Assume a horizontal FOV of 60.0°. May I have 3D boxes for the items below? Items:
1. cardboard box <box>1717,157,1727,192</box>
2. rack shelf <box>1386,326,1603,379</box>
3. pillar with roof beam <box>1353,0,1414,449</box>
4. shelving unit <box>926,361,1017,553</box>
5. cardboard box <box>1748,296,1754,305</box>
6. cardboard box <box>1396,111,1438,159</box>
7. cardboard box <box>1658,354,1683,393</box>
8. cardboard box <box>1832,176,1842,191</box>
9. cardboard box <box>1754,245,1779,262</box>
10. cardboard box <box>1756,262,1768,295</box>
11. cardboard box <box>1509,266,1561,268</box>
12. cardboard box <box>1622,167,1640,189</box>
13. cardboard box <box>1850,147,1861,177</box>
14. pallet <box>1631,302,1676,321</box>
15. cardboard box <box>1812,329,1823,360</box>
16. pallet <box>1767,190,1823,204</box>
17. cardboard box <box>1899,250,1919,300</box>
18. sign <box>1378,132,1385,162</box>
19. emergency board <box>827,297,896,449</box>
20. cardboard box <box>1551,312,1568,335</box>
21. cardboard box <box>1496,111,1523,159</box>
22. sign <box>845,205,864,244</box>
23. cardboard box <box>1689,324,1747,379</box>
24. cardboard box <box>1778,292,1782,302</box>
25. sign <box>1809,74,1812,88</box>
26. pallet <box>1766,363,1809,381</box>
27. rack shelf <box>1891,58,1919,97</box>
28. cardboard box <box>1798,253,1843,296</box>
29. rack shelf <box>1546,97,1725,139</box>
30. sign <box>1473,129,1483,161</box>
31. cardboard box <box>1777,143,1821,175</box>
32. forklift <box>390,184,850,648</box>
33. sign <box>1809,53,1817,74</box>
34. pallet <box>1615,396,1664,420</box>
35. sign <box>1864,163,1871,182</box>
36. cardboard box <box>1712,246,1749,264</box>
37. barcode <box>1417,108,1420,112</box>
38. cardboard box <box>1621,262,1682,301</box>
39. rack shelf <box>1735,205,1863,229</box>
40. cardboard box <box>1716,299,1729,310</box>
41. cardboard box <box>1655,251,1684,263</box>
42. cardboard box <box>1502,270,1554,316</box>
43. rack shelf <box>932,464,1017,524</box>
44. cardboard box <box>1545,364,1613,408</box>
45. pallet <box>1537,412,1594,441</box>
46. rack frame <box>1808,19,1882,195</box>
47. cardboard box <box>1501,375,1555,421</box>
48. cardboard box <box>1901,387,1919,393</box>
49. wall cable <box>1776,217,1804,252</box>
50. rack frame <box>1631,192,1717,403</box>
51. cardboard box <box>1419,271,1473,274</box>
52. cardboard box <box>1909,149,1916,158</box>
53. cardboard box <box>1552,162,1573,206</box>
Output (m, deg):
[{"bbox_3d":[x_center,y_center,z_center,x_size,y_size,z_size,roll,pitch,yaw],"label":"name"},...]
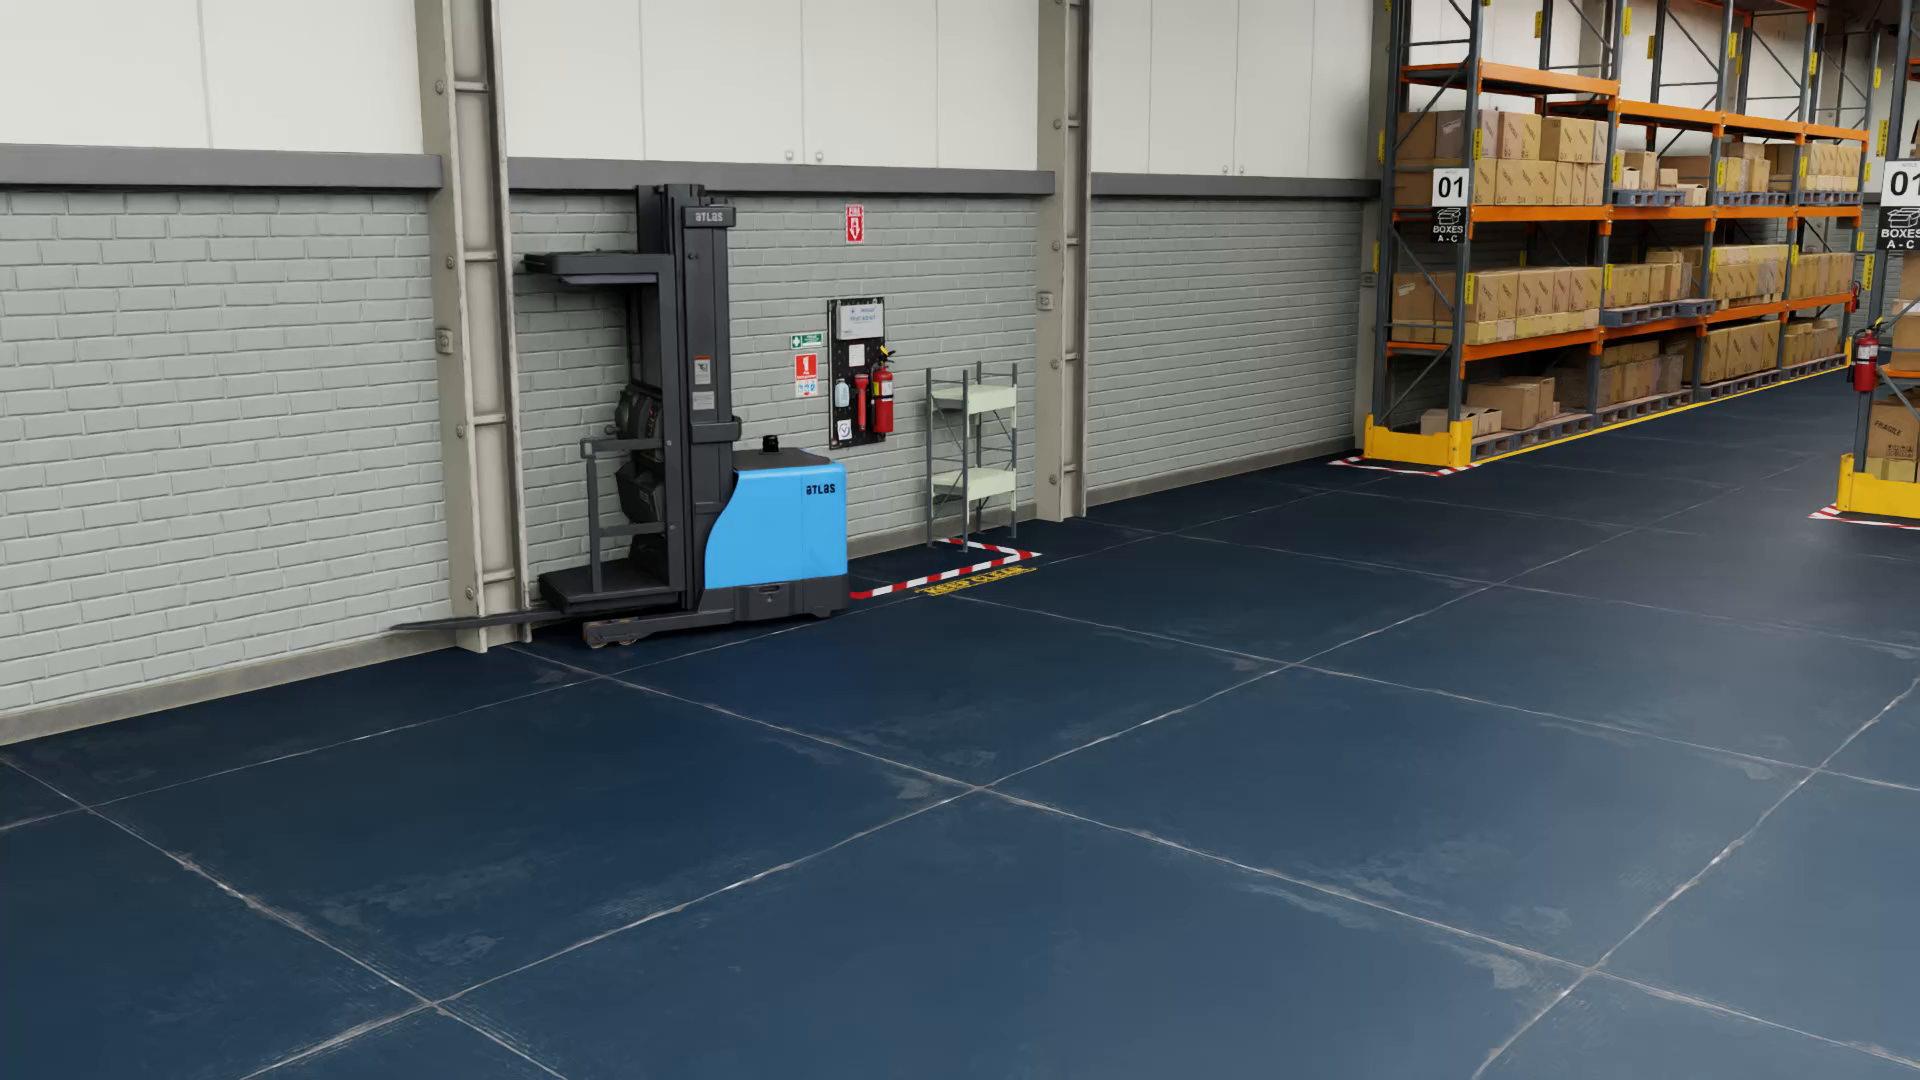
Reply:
[{"bbox_3d":[10.933,-5.426,24.681,0.700,0.500,0.500,9,14,37],"label":"cardboard box"},{"bbox_3d":[6.385,-2.291,19.860,1.077,0.370,4.000,10,15,40],"label":"rack shelf"},{"bbox_3d":[8.111,-4.950,16.017,9.100,9.000,0.400,10,15,40],"label":"pillar with roof beam"},{"bbox_3d":[0.103,-0.714,13.957,0.431,1.500,0.755,8,14,34],"label":"shelving unit"},{"bbox_3d":[12.104,-3.734,25.838,0.380,0.149,0.250,9,15,39],"label":"cardboard box"},{"bbox_3d":[5.153,-4.467,18.399,0.500,0.500,0.500,11,15,43],"label":"cardboard box"},{"bbox_3d":[9.910,-2.404,23.846,0.700,0.500,0.500,10,15,41],"label":"cardboard box"},{"bbox_3d":[14.660,-6.060,28.290,0.500,0.250,0.500,9,15,39],"label":"cardboard box"},{"bbox_3d":[12.526,-4.512,26.161,0.500,0.250,0.500,10,15,42],"label":"cardboard box"},{"bbox_3d":[12.204,-4.070,25.864,0.500,0.500,0.500,10,15,40],"label":"cardboard box"},{"bbox_3d":[7.238,-3.200,20.991,0.500,0.500,0.500,9,15,39],"label":"cardboard box"},{"bbox_3d":[8.533,-4.732,21.741,0.500,0.311,0.500,10,15,42],"label":"cardboard box"},{"bbox_3d":[15.349,-6.581,28.983,0.500,0.500,0.500,10,15,40],"label":"cardboard box"},{"bbox_3d":[9.070,-3.136,22.743,1.003,0.211,1.213,10,15,40],"label":"pallet"},{"bbox_3d":[14.578,-3.420,28.986,0.700,0.500,0.500,9,14,39],"label":"cardboard box"},{"bbox_3d":[13.534,-5.661,27.466,1.003,0.211,1.213,10,15,40],"label":"pallet"},{"bbox_3d":[9.141,-2.470,15.350,0.700,0.500,0.500,10,15,41],"label":"cardboard box"},{"bbox_3d":[4.662,-4.329,18.309,0.100,0.325,0.005,10,15,40],"label":"sign"},{"bbox_3d":[-0.743,-1.323,13.176,0.194,1.169,0.643,10,15,40],"label":"emergency board"},{"bbox_3d":[6.965,-2.617,19.988,0.500,0.250,0.500,10,15,40],"label":"cardboard box"},{"bbox_3d":[5.871,-4.462,18.376,0.500,0.500,0.500,10,15,40],"label":"cardboard box"},{"bbox_3d":[-0.823,-2.471,13.008,0.001,0.298,0.199,10,15,40],"label":"sign"},{"bbox_3d":[11.513,-2.898,25.476,0.750,0.750,0.750,10,15,40],"label":"cardboard box"},{"bbox_3d":[12.976,-3.915,26.746,0.380,0.149,0.250,10,15,41],"label":"cardboard box"},{"bbox_3d":[15.214,-8.254,29.771,0.100,0.325,0.005,10,15,40],"label":"sign"},{"bbox_3d":[13.547,-2.849,27.938,1.003,0.211,1.213,10,15,40],"label":"pallet"},{"bbox_3d":[10.109,-4.397,16.107,1.077,0.370,4.000,10,15,40],"label":"rack shelf"},{"bbox_3d":[14.826,-4.666,29.147,0.980,0.700,0.700,10,15,40],"label":"cardboard box"},{"bbox_3d":[9.026,-5.625,22.258,1.077,0.370,4.000,10,15,40],"label":"rack shelf"},{"bbox_3d":[5.473,-4.179,17.585,0.100,0.325,0.005,10,15,40],"label":"sign"},{"bbox_3d":[13.668,-6.204,27.095,0.500,0.500,0.500,10,15,40],"label":"cardboard box"},{"bbox_3d":[-2.317,-0.857,11.020,3.031,2.935,1.130,-6,13,-26],"label":"forklift"},{"bbox_3d":[13.402,-7.485,26.126,0.100,0.325,0.005,10,15,40],"label":"sign"},{"bbox_3d":[9.024,-1.866,23.013,1.003,0.211,1.213,10,15,40],"label":"pallet"},{"bbox_3d":[16.025,-6.498,29.368,0.100,0.325,0.005,10,15,40],"label":"sign"},{"bbox_3d":[11.521,-4.286,25.029,0.500,0.250,0.500,10,15,41],"label":"cardboard box"},{"bbox_3d":[5.158,-4.823,18.702,0.001,0.075,0.075,10,15,40],"label":"barcode"},{"bbox_3d":[9.695,-3.635,23.374,0.700,0.500,0.500,8,14,35],"label":"cardboard box"},{"bbox_3d":[14.307,-5.527,28.405,1.077,0.370,4.000,10,15,40],"label":"rack shelf"},{"bbox_3d":[11.149,-3.496,24.645,0.380,0.149,0.250,10,15,42],"label":"cardboard box"},{"bbox_3d":[10.141,-4.055,23.819,0.380,0.149,0.250,7,14,33],"label":"cardboard box"},{"bbox_3d":[6.617,-2.909,19.534,0.500,0.500,0.500,10,15,42],"label":"cardboard box"},{"bbox_3d":[0.103,-0.394,14.020,0.431,0.370,0.720,8,14,34],"label":"rack shelf"},{"bbox_3d":[8.179,-2.038,22.017,0.700,0.500,0.500,10,15,42],"label":"cardboard box"},{"bbox_3d":[7.289,-1.467,21.018,1.003,0.211,1.213,10,15,40],"label":"pallet"},{"bbox_3d":[15.627,-7.645,29.514,1.000,3.000,0.127,10,15,40],"label":"rack frame"},{"bbox_3d":[7.051,-1.770,20.674,0.500,0.500,0.500,8,14,36],"label":"cardboard box"},{"bbox_3d":[9.899,-1.275,16.968,0.500,0.500,0.500,10,15,40],"label":"cardboard box"},{"bbox_3d":[15.762,-5.512,31.558,0.084,1.984,1.851,10,15,40],"label":"wall cable"},{"bbox_3d":[10.346,-3.526,24.209,1.000,3.000,0.127,10,15,40],"label":"rack frame"},{"bbox_3d":[5.556,-2.823,19.104,0.500,0.500,0.500,10,15,41],"label":"cardboard box"},{"bbox_3d":[9.351,-3.585,15.797,0.500,0.250,0.500,10,15,40],"label":"cardboard box"},{"bbox_3d":[6.877,-4.202,19.628,0.500,0.500,0.500,9,14,38],"label":"cardboard box"}]
